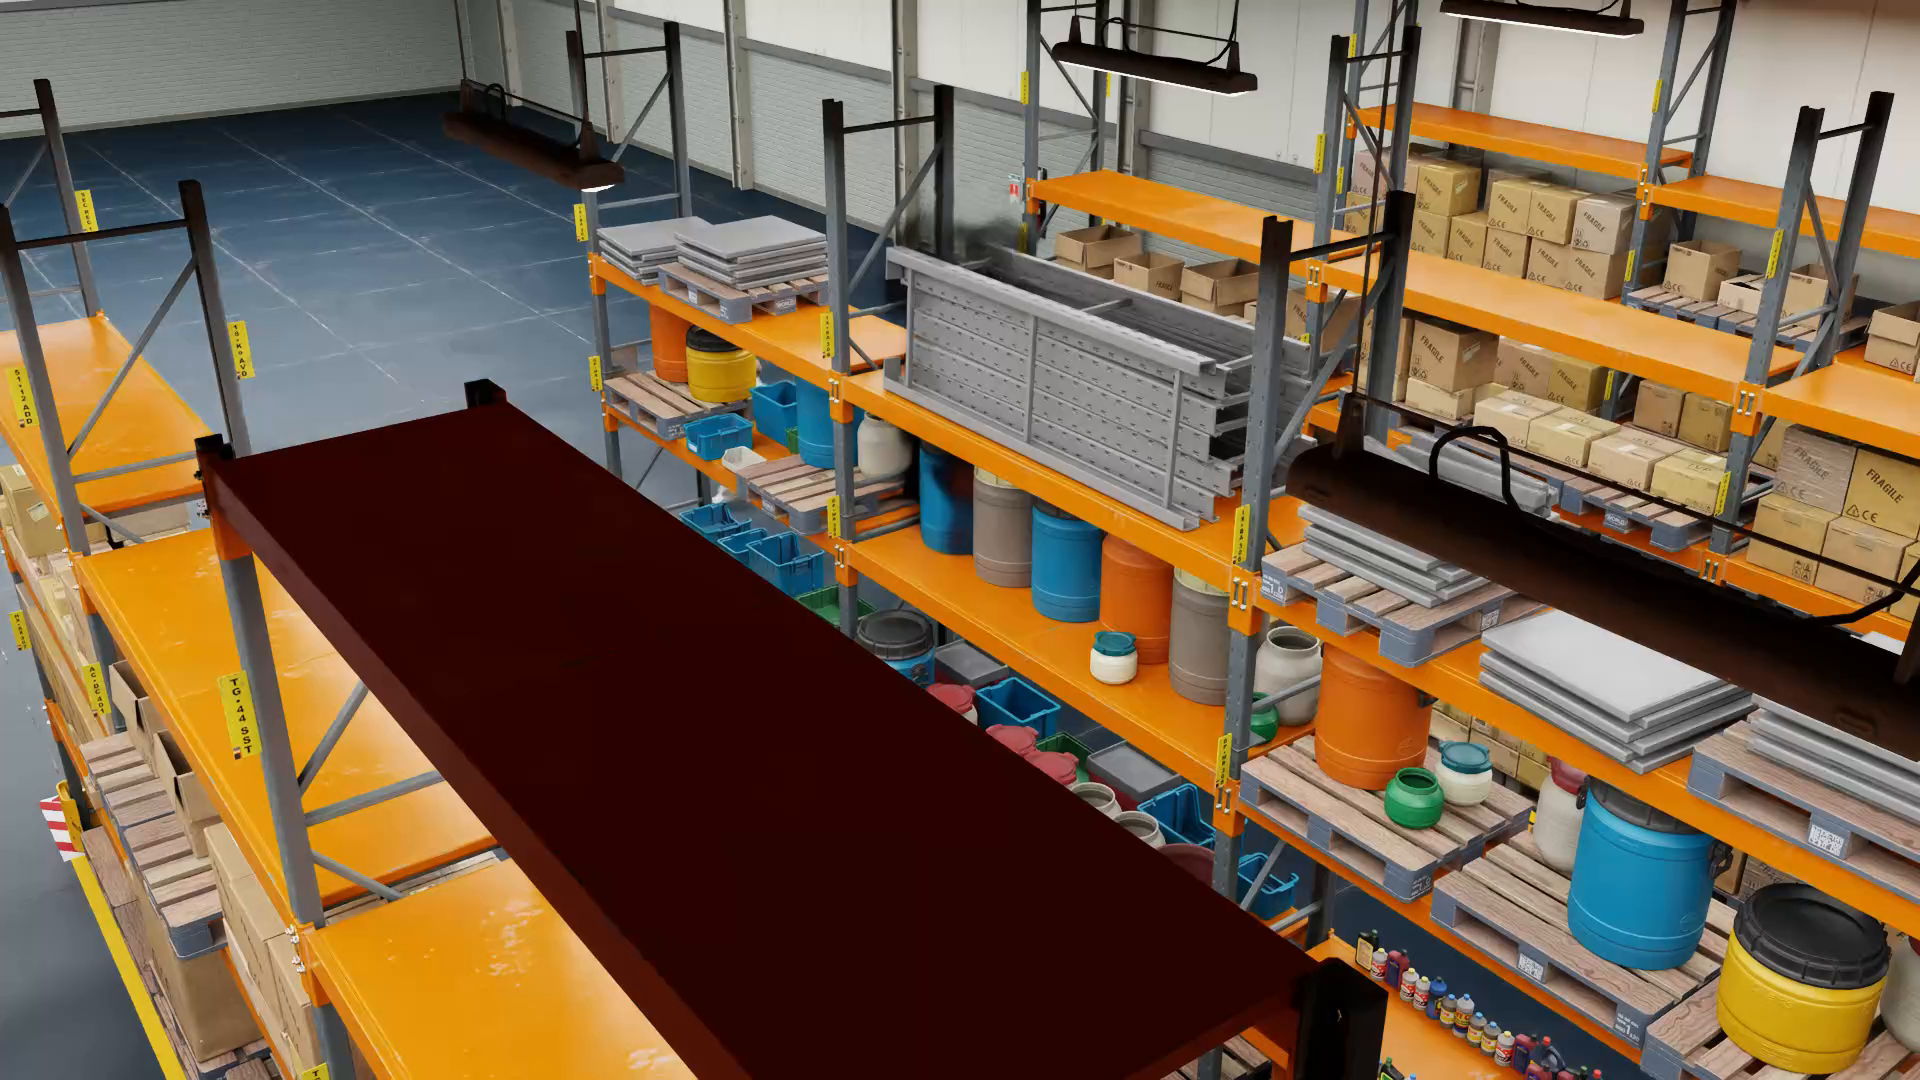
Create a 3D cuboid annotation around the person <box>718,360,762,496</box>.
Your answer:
[{"bbox_3d":[-2.427,-1.323,19.567,0.927,1.663,0.730,-2,25,-5],"label":"person"}]
